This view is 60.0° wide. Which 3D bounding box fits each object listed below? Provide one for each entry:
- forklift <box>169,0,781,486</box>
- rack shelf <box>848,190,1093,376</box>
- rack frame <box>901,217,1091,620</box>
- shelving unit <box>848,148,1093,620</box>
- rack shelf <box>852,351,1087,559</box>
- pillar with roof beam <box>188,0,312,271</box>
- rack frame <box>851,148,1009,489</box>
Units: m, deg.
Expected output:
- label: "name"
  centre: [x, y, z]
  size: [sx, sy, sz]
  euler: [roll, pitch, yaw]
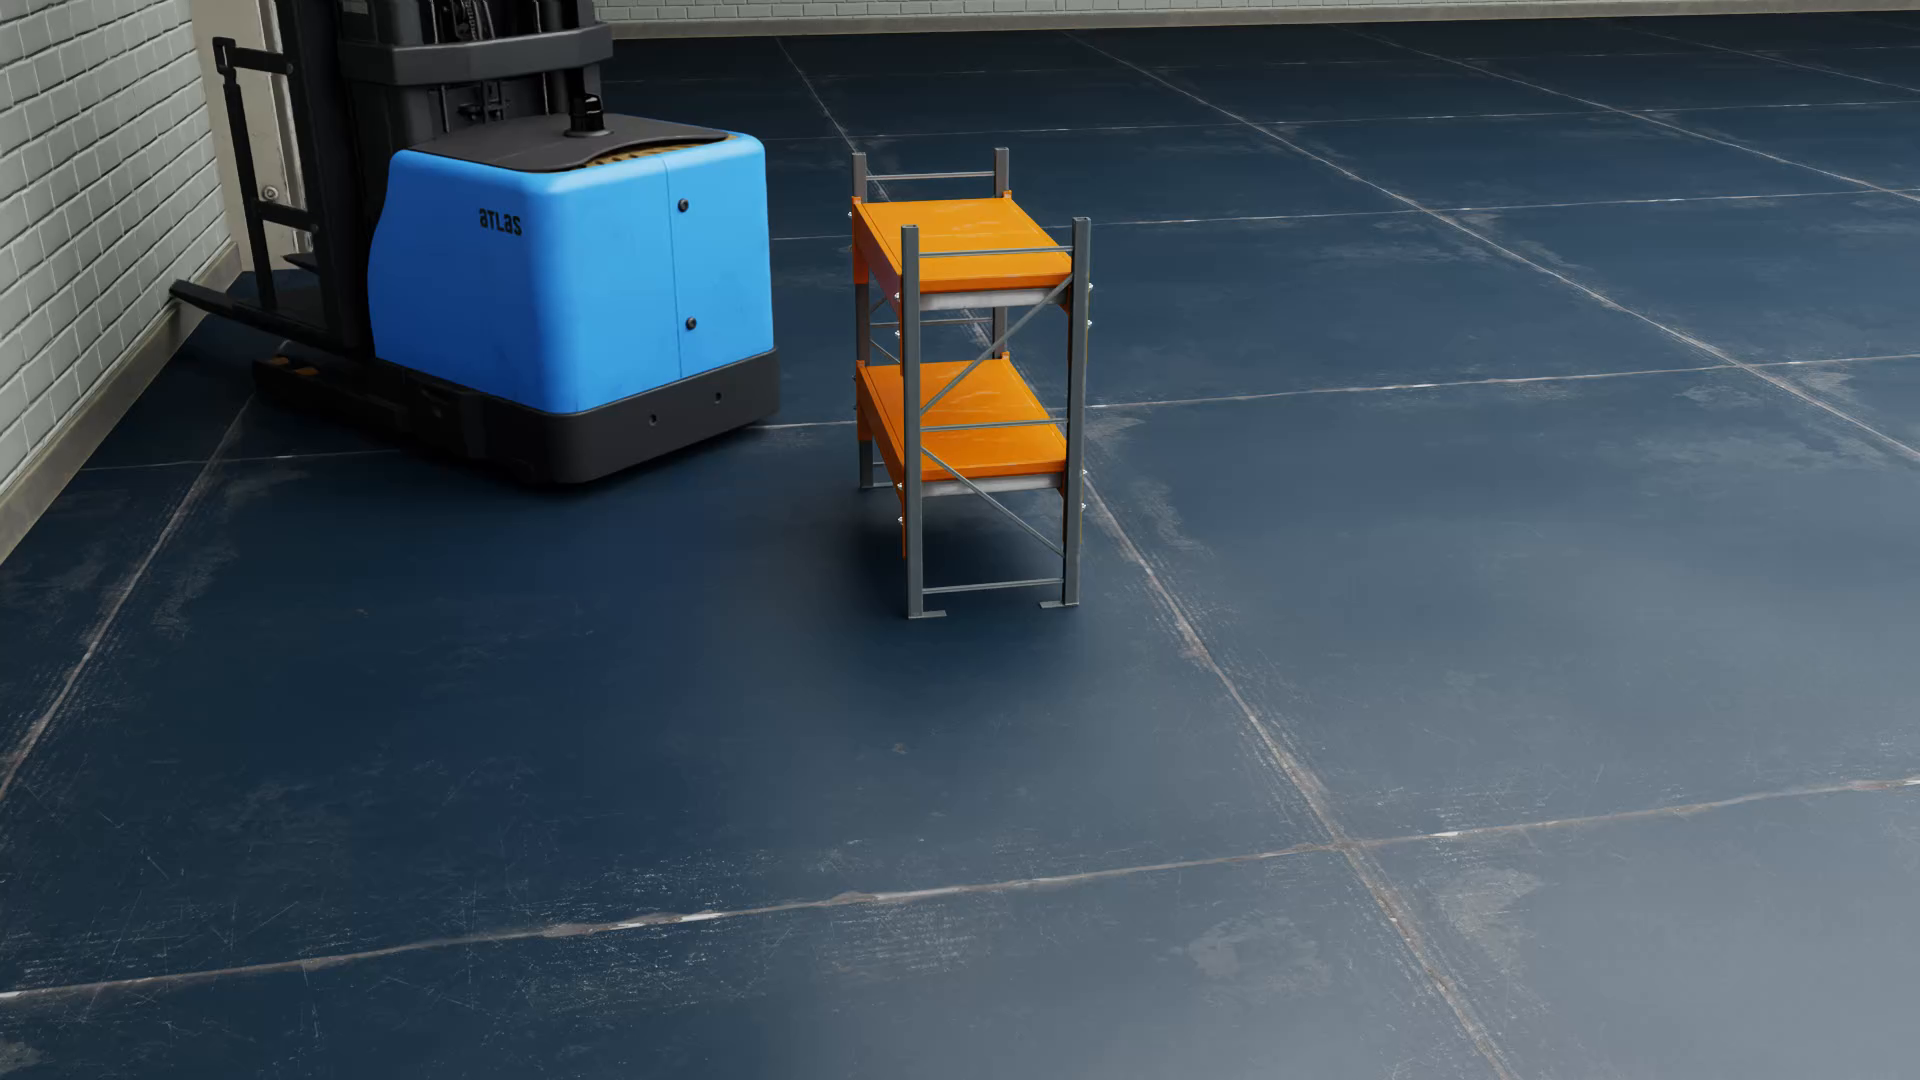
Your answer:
- label: "forklift"
  centre: [-2.132, -1.988, 6.139]
  size: [3.031, 2.935, 1.130]
  euler: [18, 29, 35]
- label: "rack shelf"
  centre: [0.001, -0.781, 4.902]
  size: [0.538, 0.278, 1.000]
  euler: [-4, 24, -10]
- label: "rack frame"
  centre: [0.095, -0.313, 4.561]
  size: [0.500, 1.125, 0.032]
  euler: [-4, 24, -10]
- label: "shelving unit"
  centre: [0.001, -0.513, 5.019]
  size: [0.538, 1.125, 1.048]
  euler: [-4, 24, -10]
- label: "rack shelf"
  centre: [0.001, -0.289, 5.117]
  size: [0.538, 0.278, 1.000]
  euler: [-4, 24, -10]
- label: "pillar with roof beam"
  centre: [0.712, -5.877, 7.464]
  size: [9.100, 9.000, 0.400]
  euler: [-4, 24, -10]
- label: "rack frame"
  centre: [-0.093, -0.713, 5.477]
  size: [0.500, 1.125, 0.032]
  euler: [-4, 24, -10]
